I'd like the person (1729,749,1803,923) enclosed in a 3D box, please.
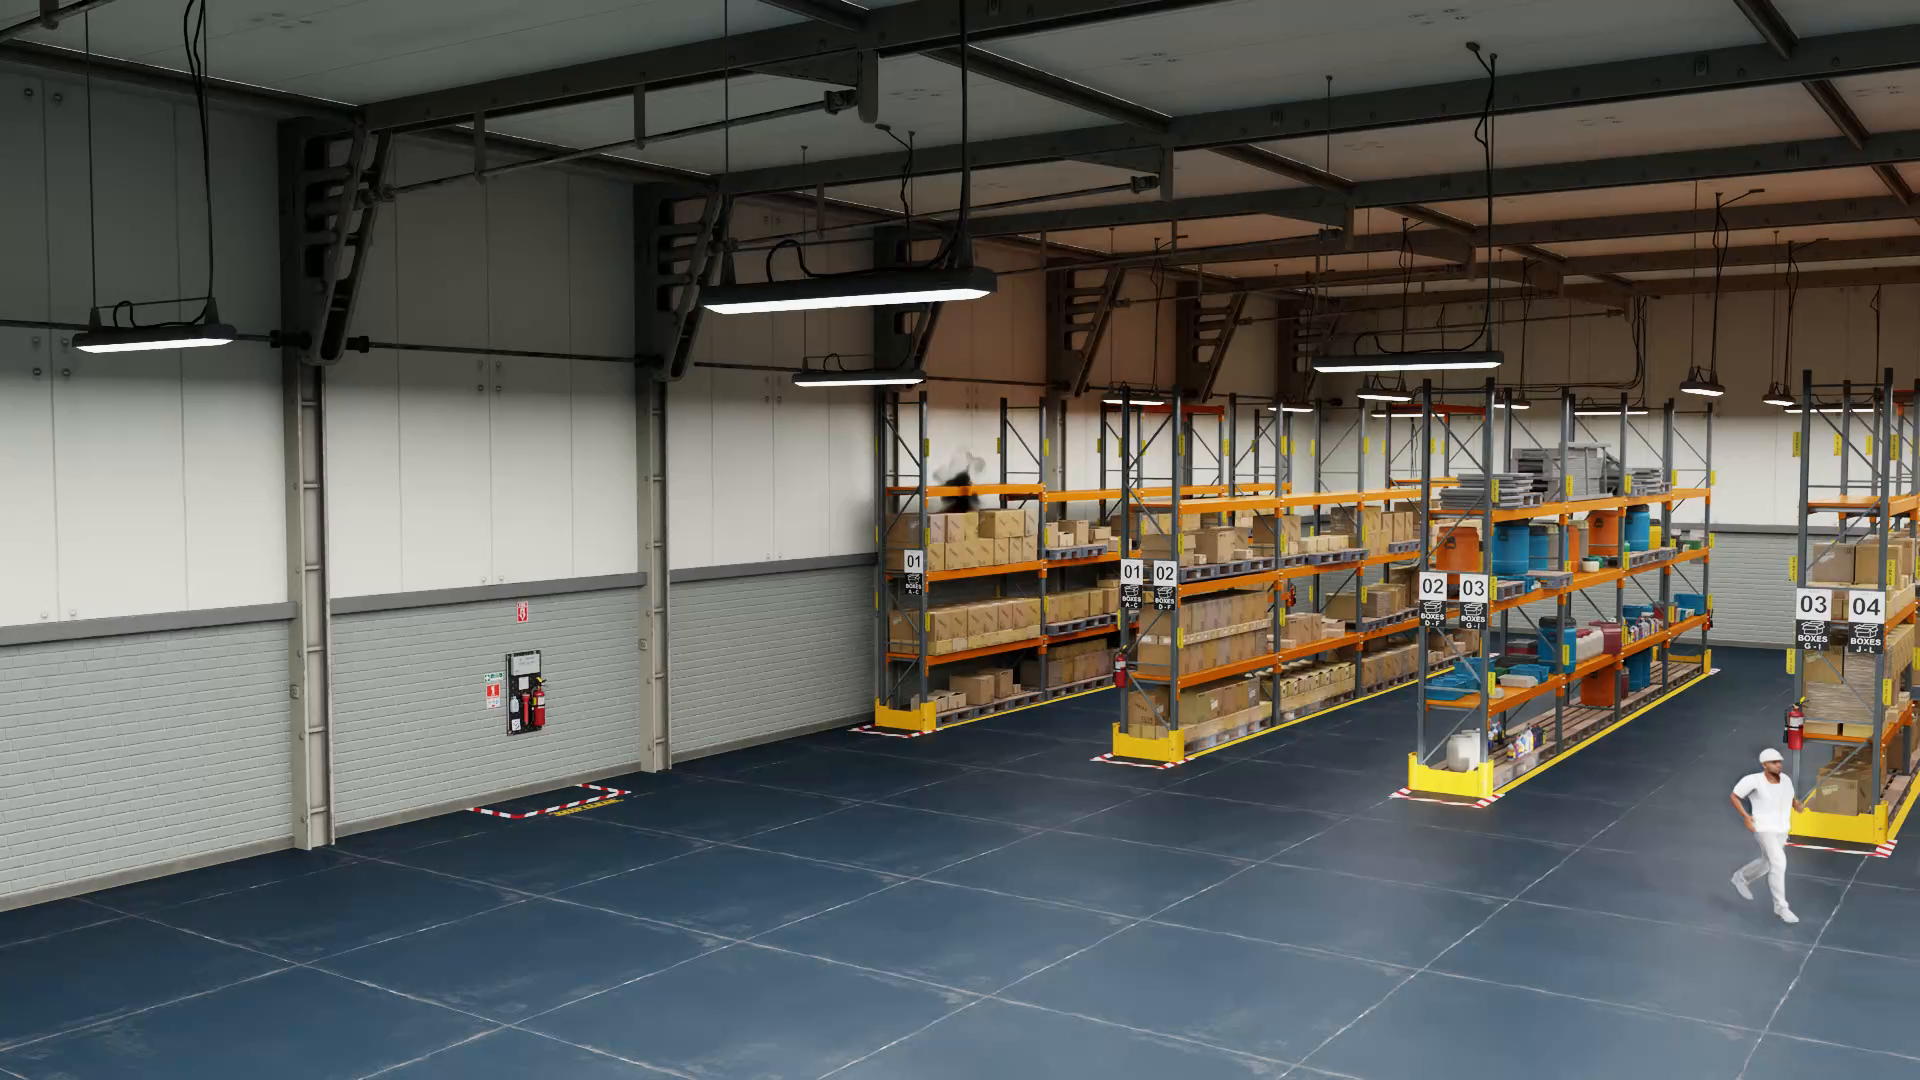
[{"bbox_3d":[8.708,3.122,17.895,0.682,1.780,0.915,-1,3,-21],"label":"person"}]
